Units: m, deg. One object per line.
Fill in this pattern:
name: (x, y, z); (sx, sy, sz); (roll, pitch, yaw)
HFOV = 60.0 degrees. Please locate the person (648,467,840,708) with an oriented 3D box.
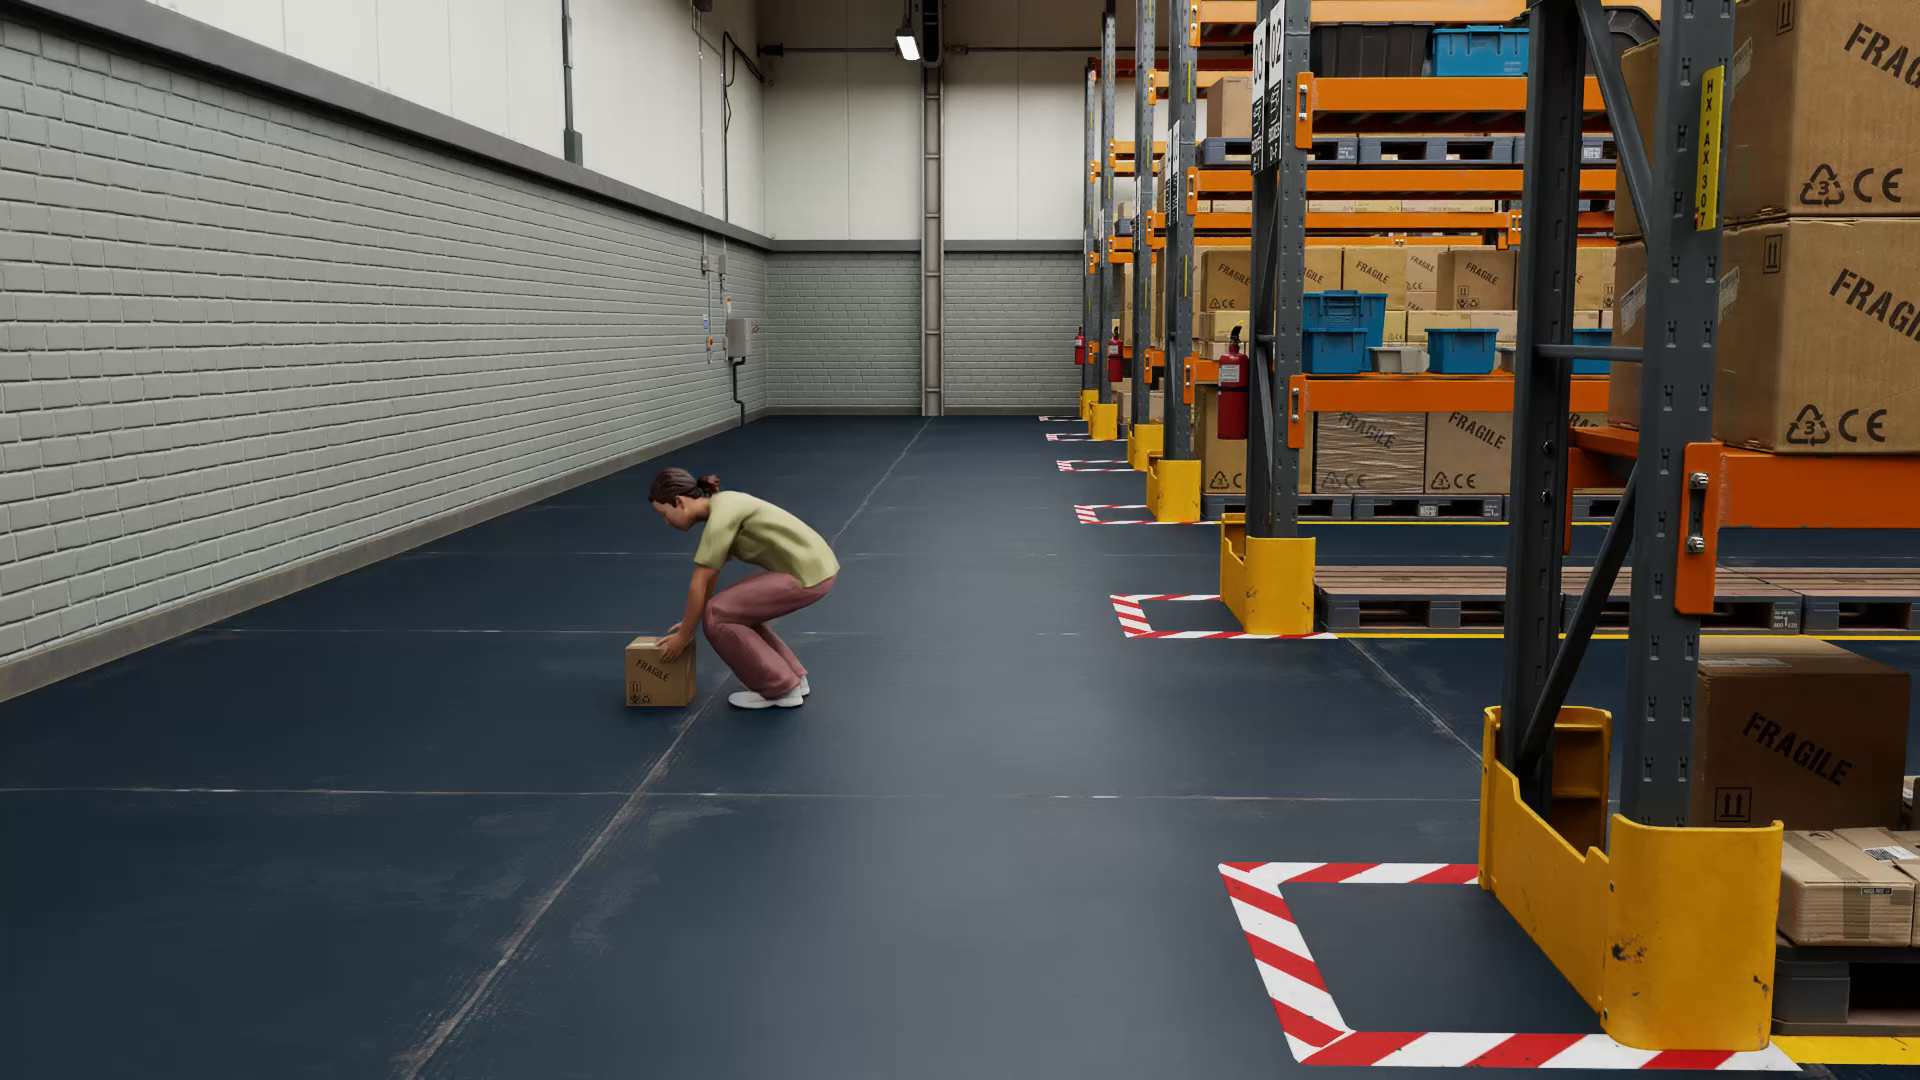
person: (-0.901, 0.193, 6.953); (0.782, 0.998, 0.494); (0, 7, 1)
